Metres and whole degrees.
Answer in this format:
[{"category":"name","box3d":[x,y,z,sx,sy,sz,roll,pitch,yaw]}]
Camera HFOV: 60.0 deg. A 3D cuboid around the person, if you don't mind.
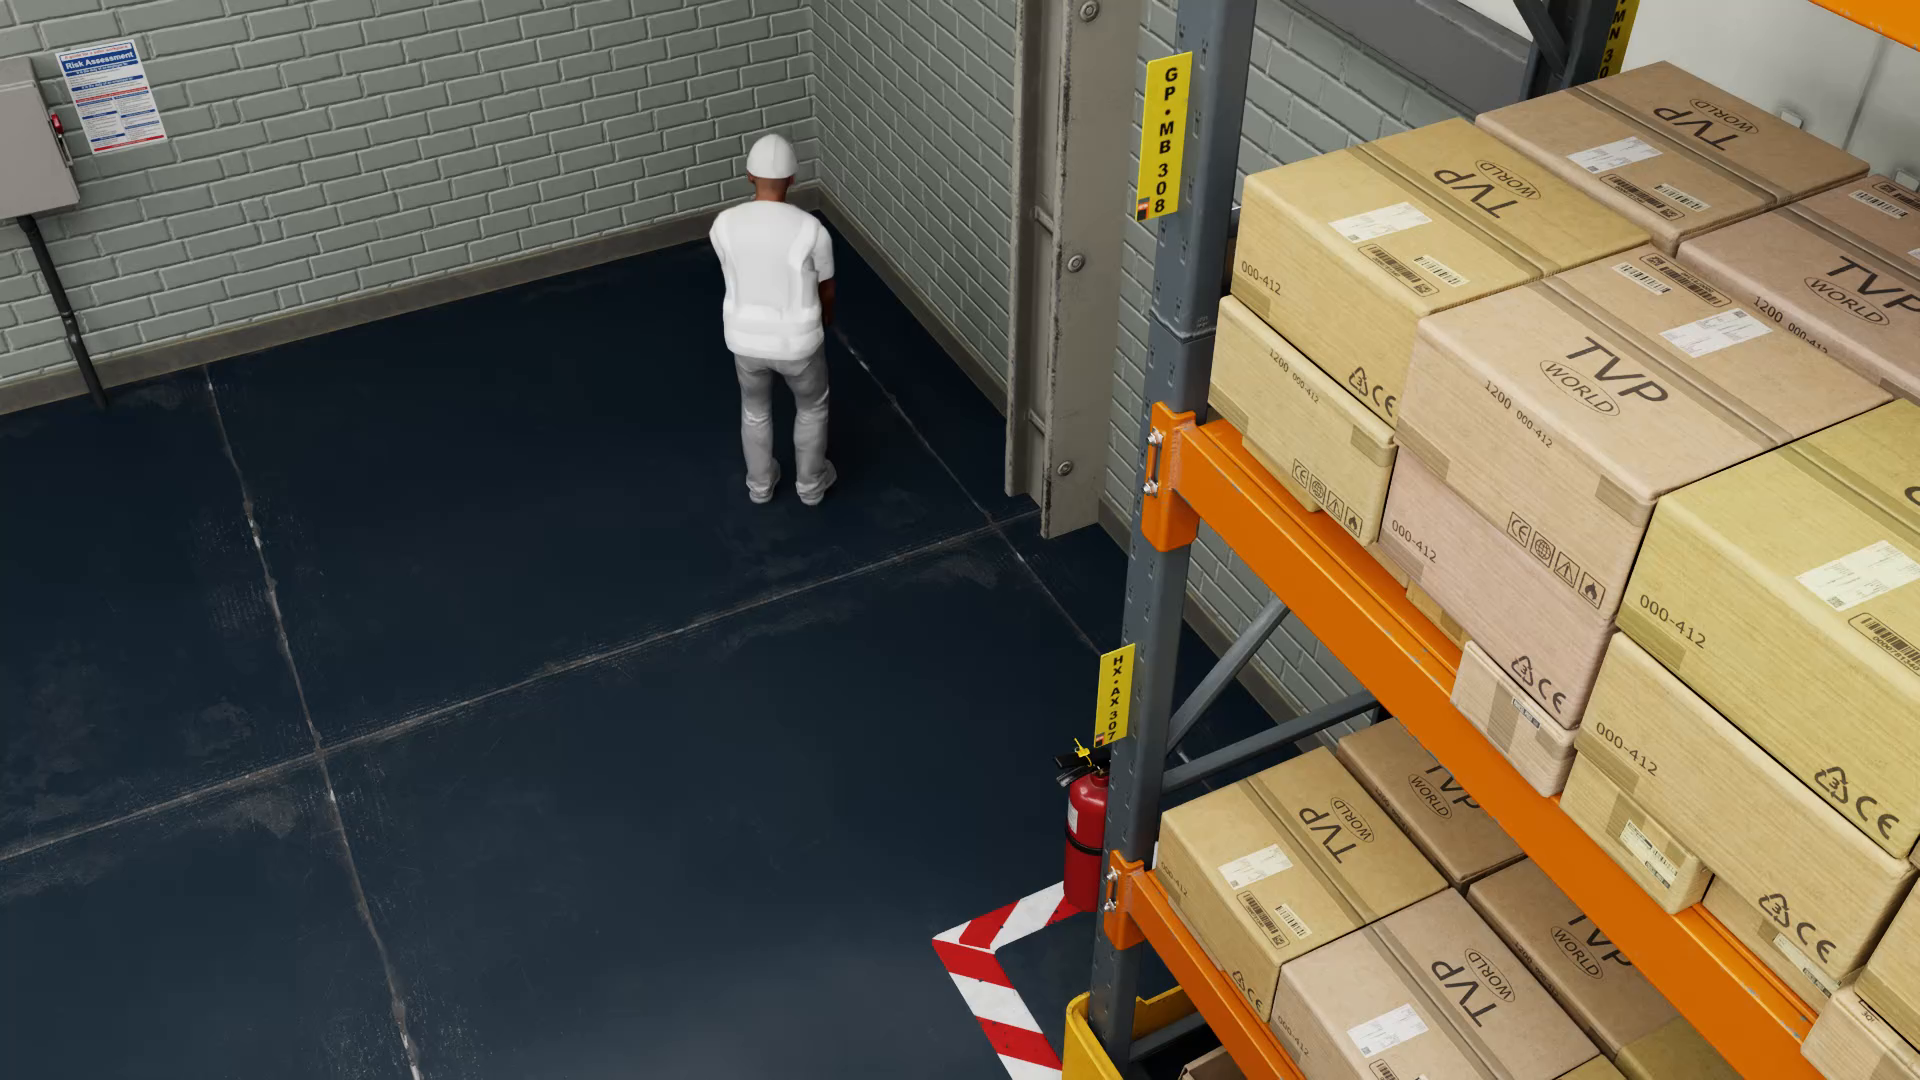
[{"category":"person","box3d":[-0.779,-0.936,7.238,0.500,1.736,0.602,7,41,8]}]
